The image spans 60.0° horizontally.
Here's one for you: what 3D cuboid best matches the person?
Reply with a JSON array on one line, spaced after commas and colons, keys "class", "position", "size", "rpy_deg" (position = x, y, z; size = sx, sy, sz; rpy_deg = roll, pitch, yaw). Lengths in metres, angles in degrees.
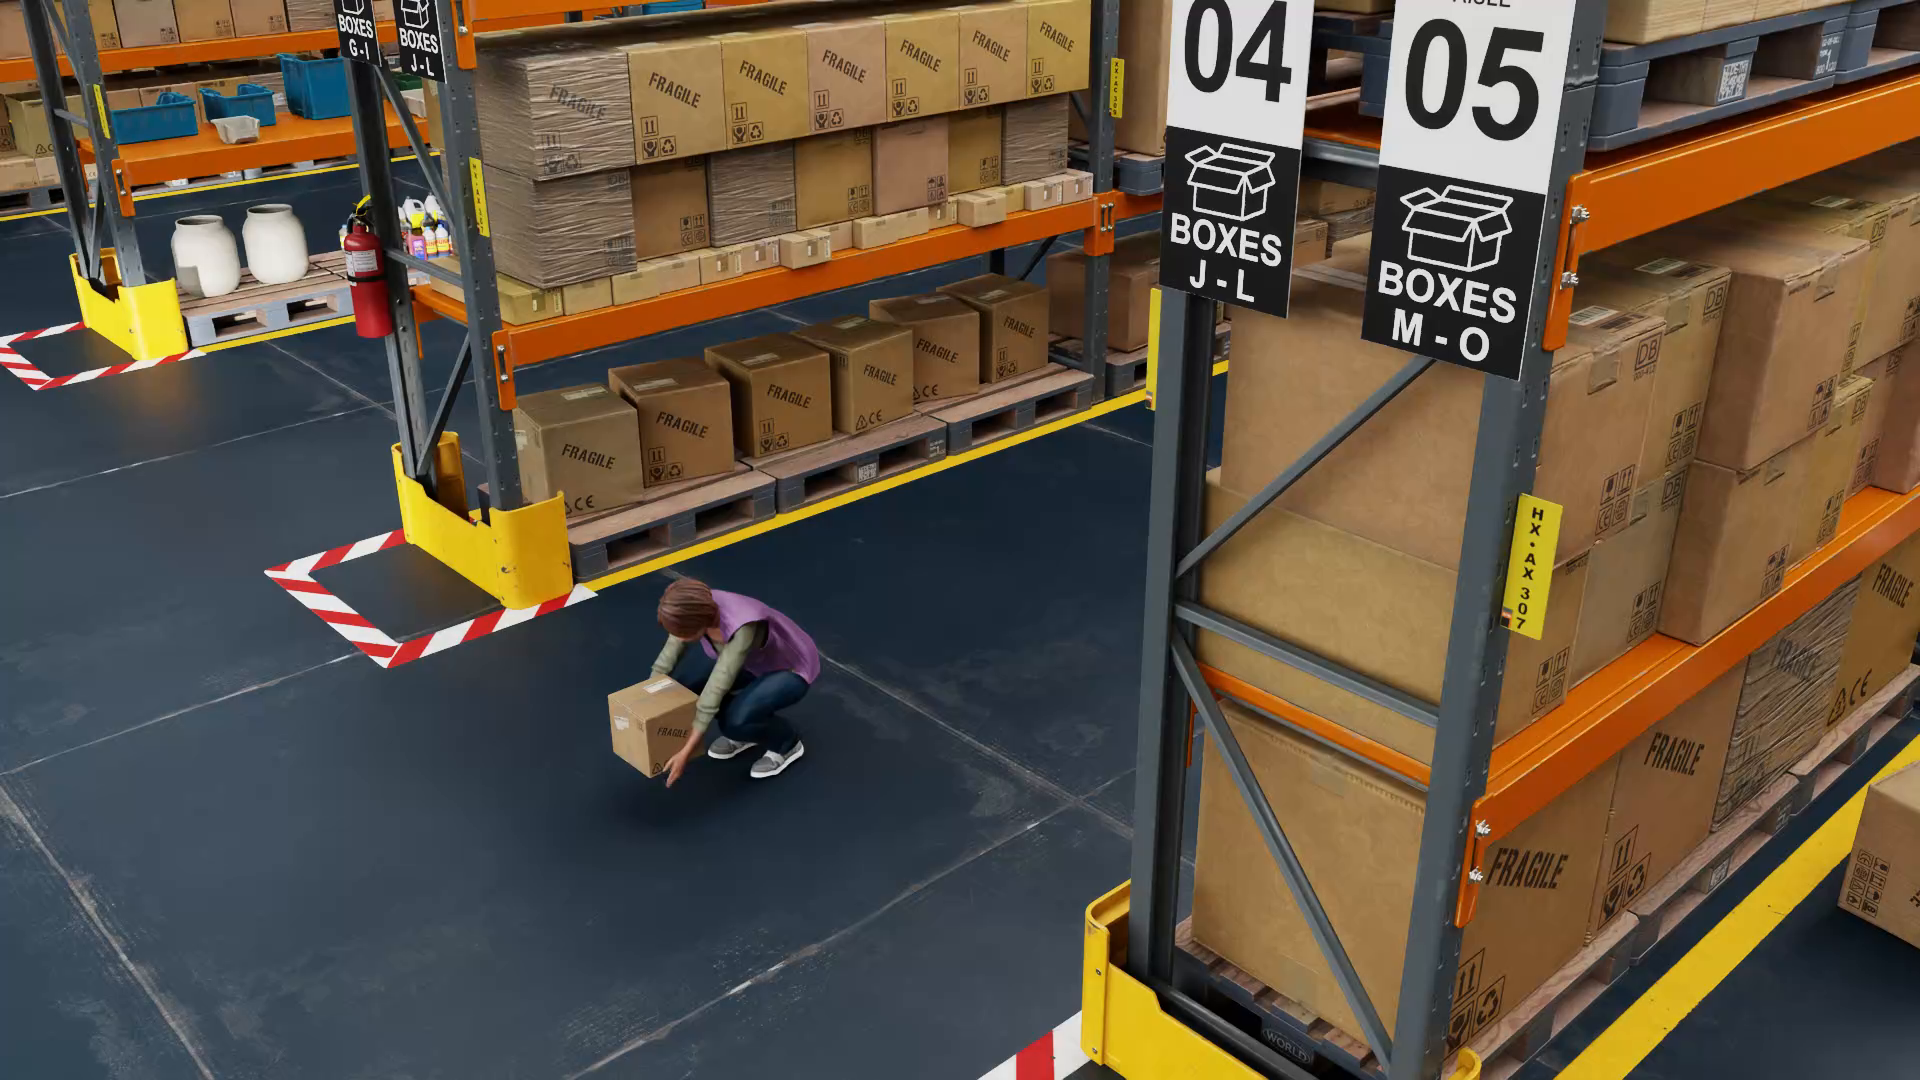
[{"class": "person", "position": [-0.789, 0.517, 6.493], "size": [0.535, 0.772, 0.394], "rpy_deg": [-22, 32, -39]}]
